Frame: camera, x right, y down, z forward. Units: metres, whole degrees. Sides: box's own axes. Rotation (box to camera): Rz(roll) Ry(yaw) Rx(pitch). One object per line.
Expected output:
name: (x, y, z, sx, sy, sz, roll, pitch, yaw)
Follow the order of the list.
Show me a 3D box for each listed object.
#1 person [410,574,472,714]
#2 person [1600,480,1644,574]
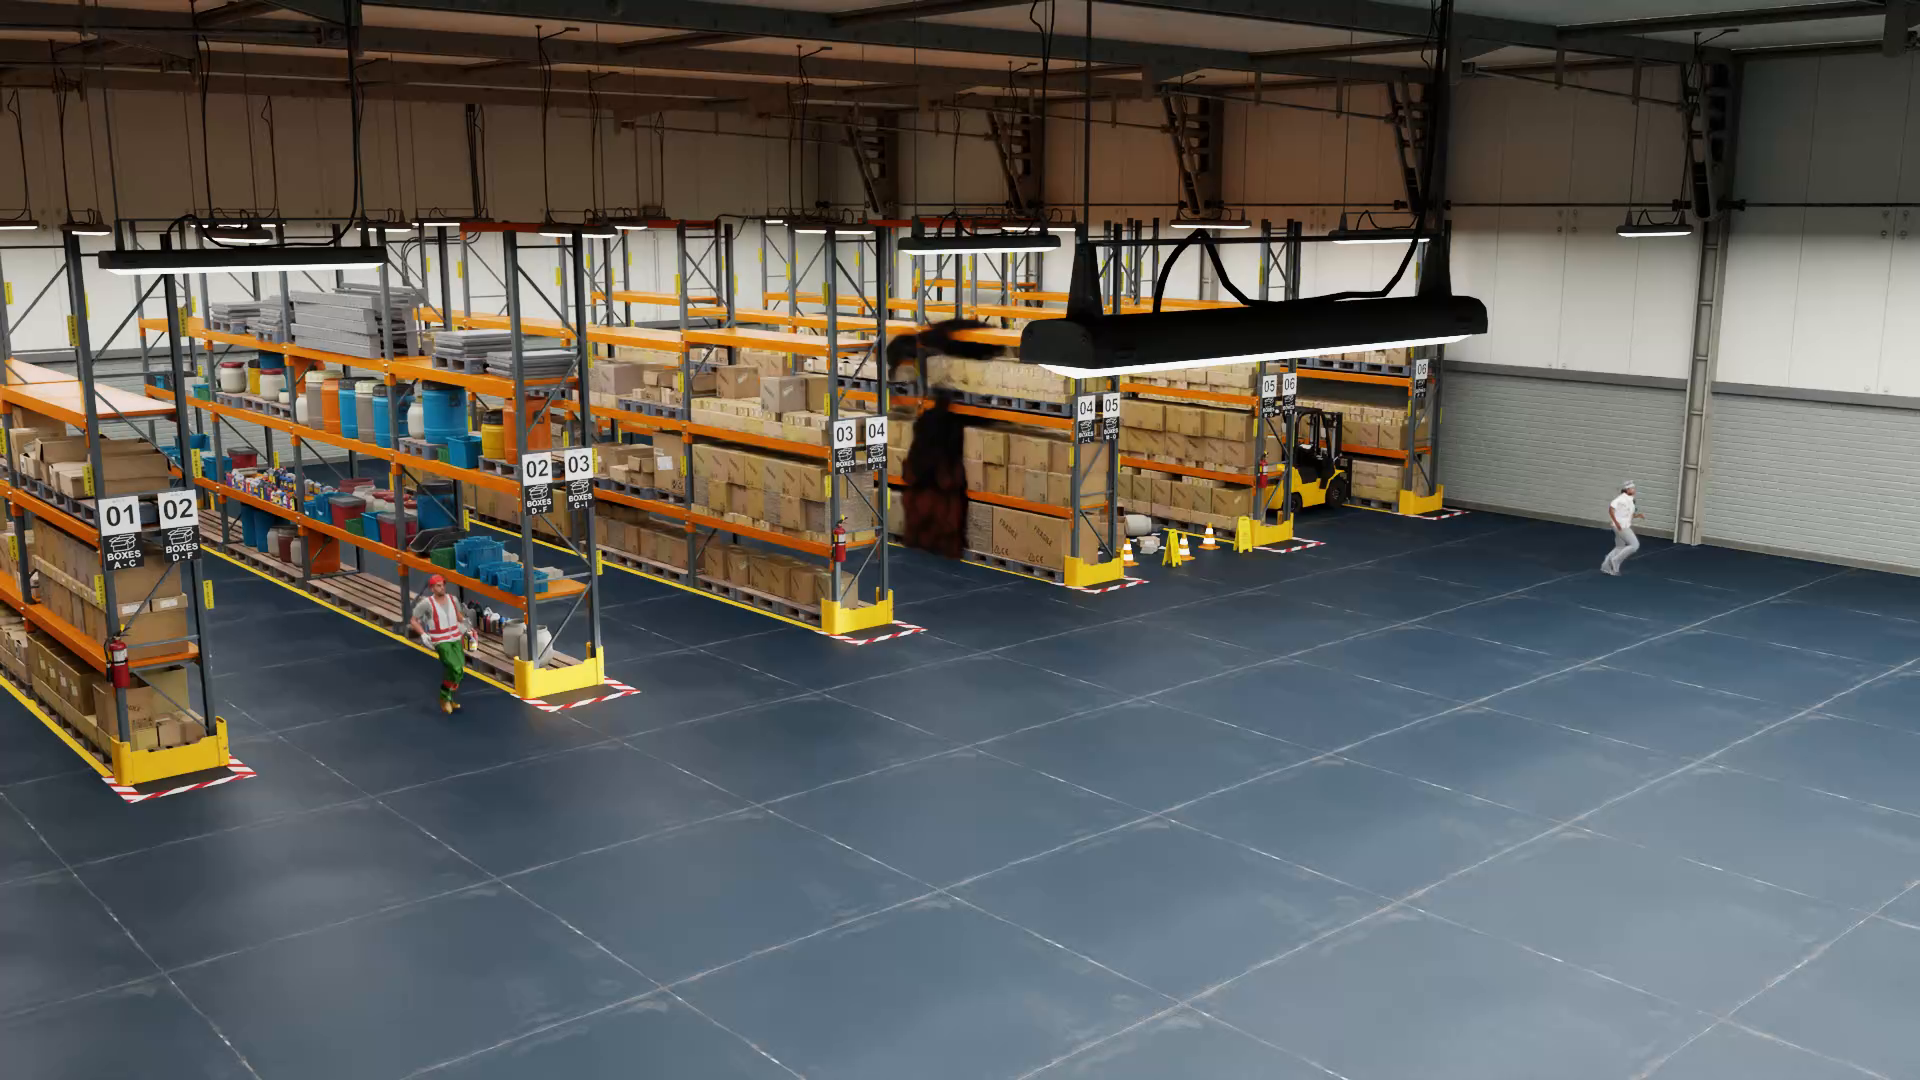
person: (-6.488, 1.304, 21.038, 0.623, 1.749, 0.644, 9, 14, 36)
person: (11.478, -0.227, 28.751, 0.637, 1.653, 0.572, 6, 13, 27)
